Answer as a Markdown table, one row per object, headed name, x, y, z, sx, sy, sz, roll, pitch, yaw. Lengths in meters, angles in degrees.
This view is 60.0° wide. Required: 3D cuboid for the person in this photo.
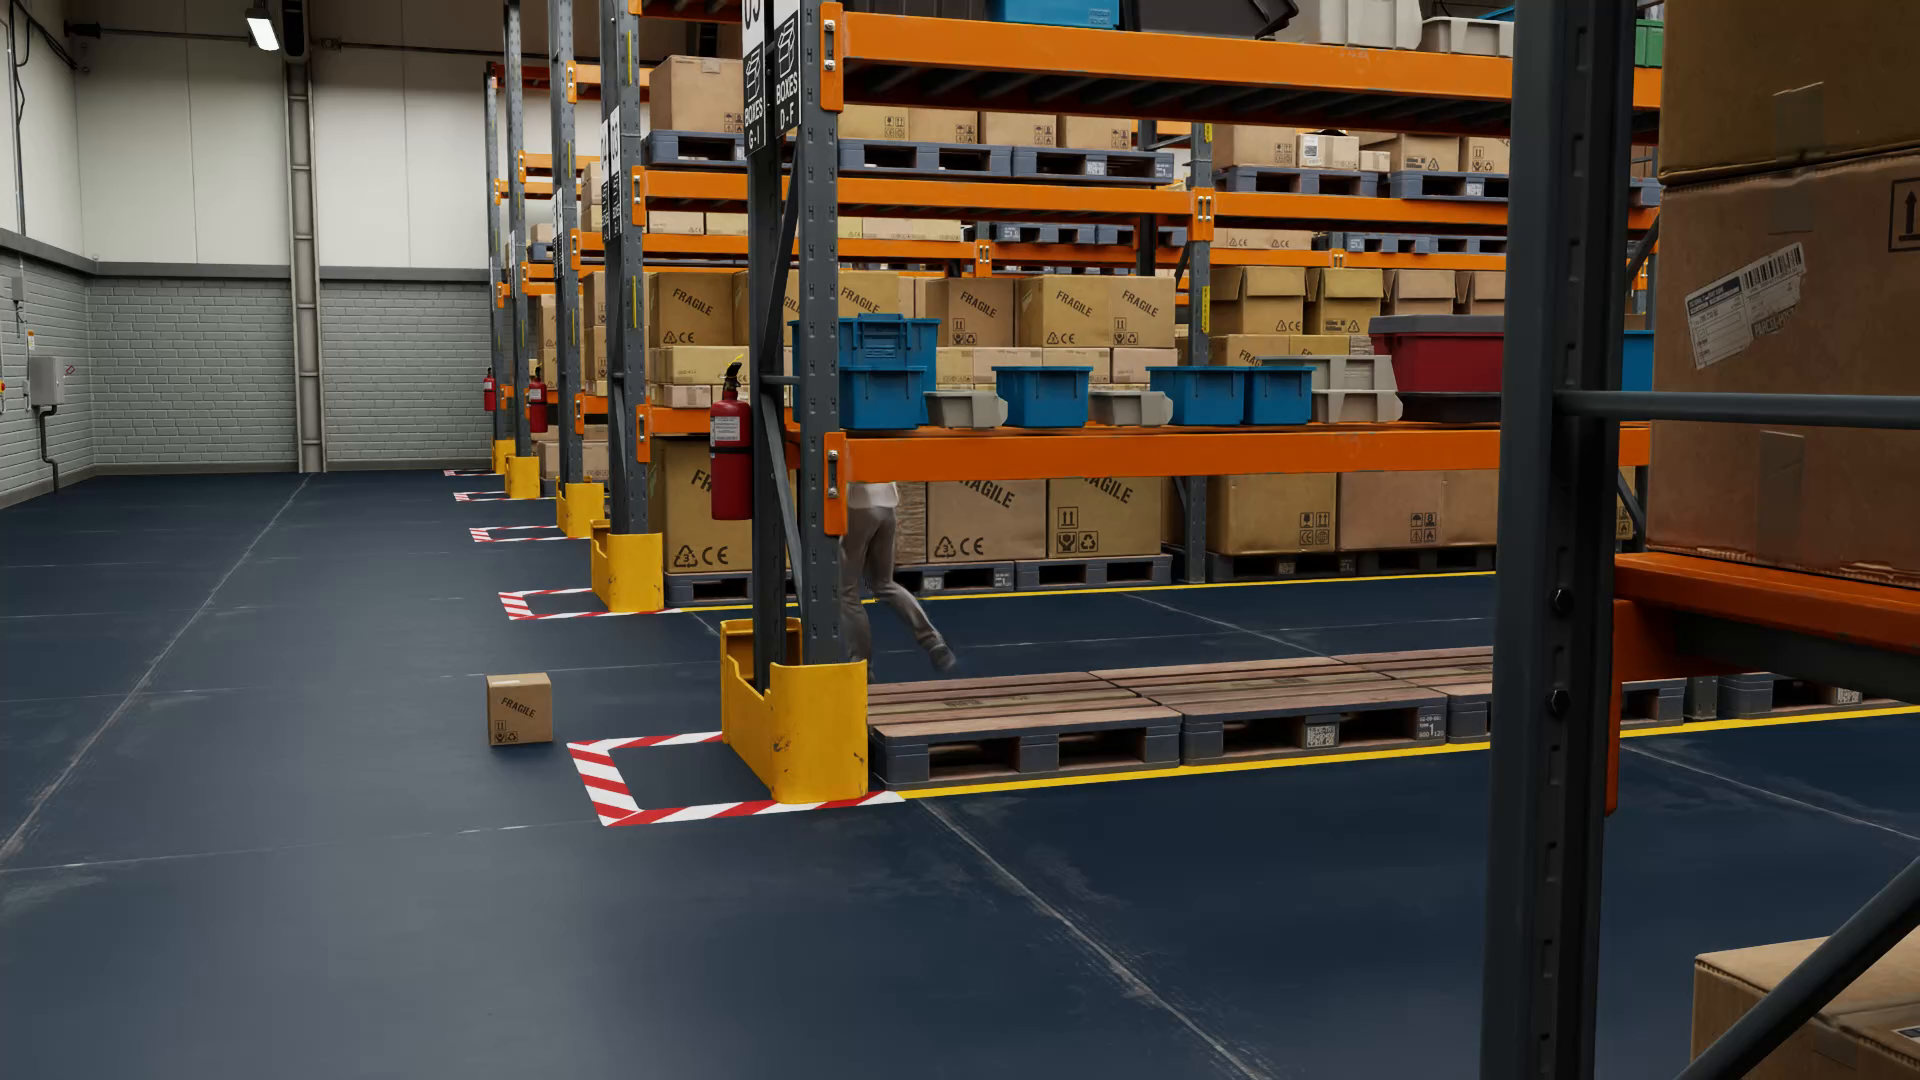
| name | x | y | z | sx | sy | sz | roll | pitch | yaw |
| --- | --- | --- | --- | --- | --- | --- | --- | --- | --- |
| person | -0.378 | -0.094 | 7.934 | 0.584 | 1.660 | 0.631 | 4 | 7 | 34 |
